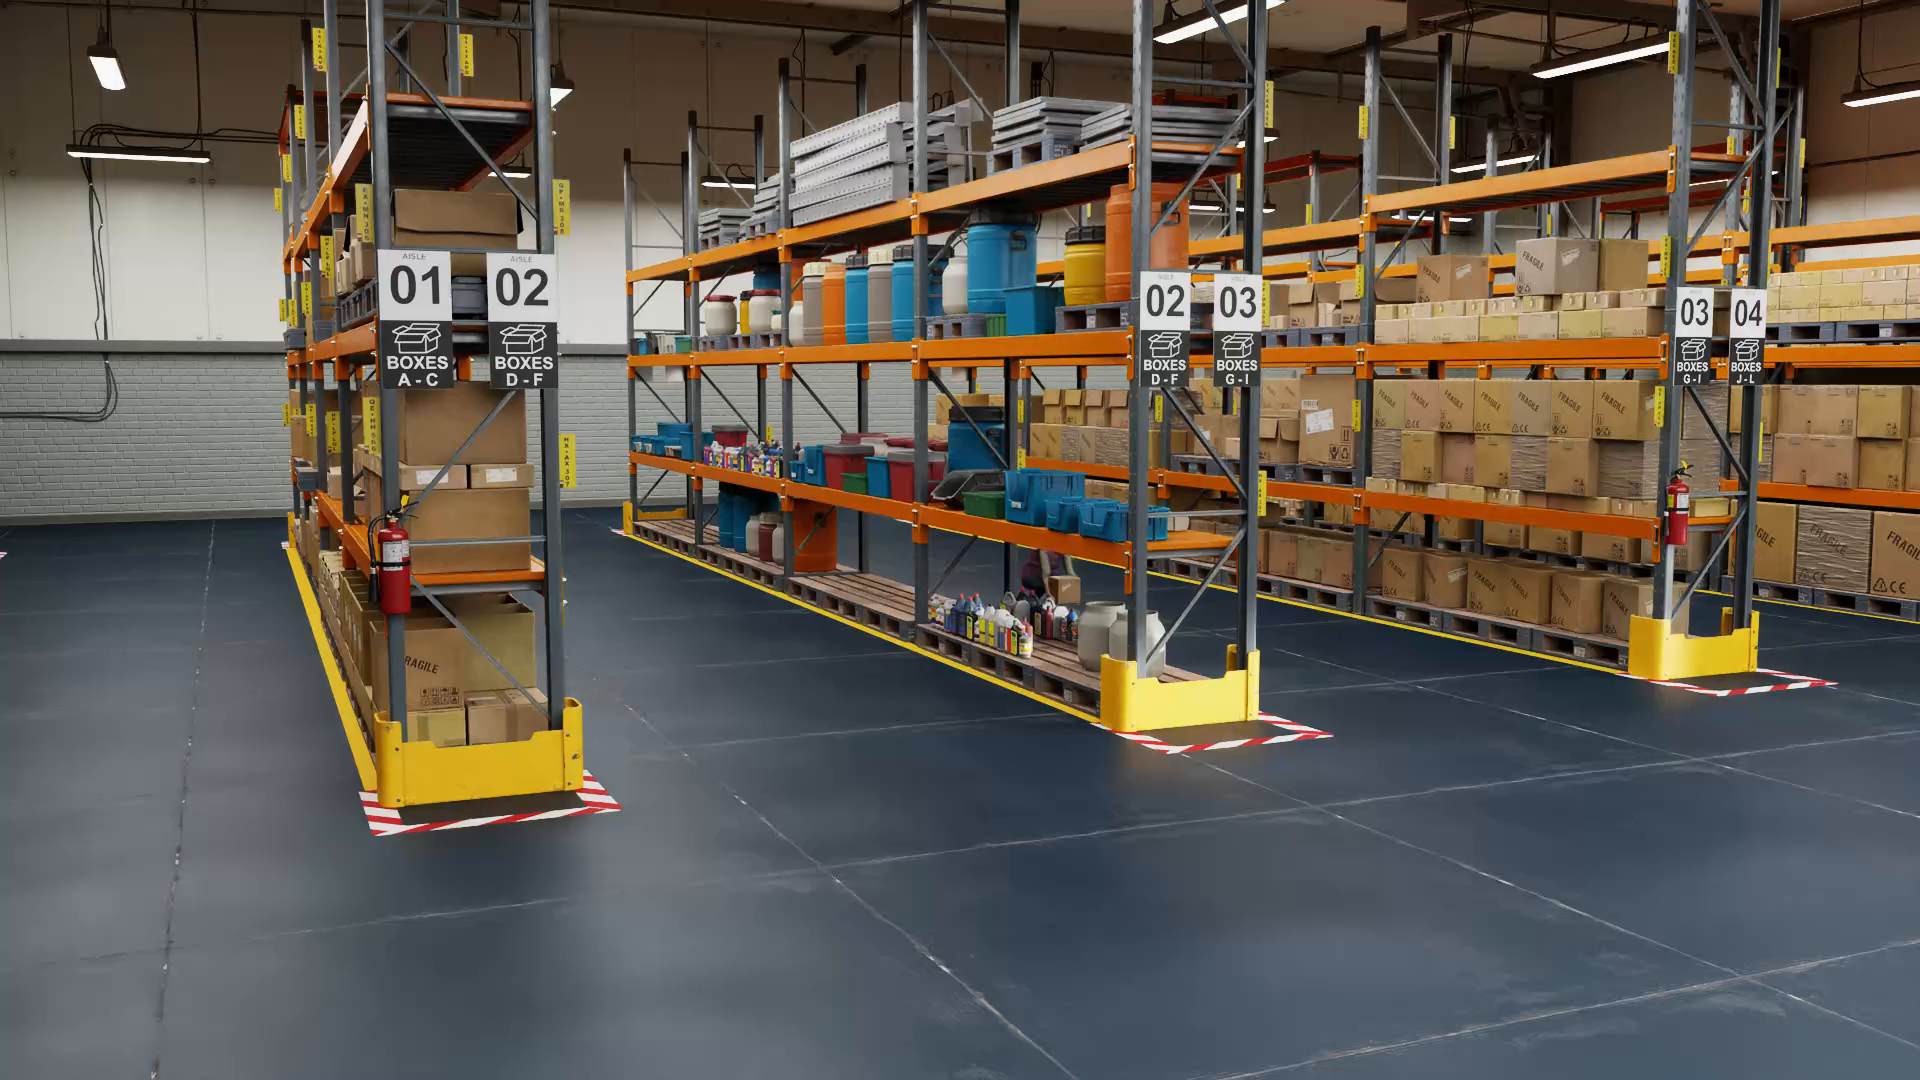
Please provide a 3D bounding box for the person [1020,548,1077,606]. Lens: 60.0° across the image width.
[{"bbox_3d":[0.921,0.357,17.206,0.425,0.898,0.816,-3,6,-25],"label":"person"}]
